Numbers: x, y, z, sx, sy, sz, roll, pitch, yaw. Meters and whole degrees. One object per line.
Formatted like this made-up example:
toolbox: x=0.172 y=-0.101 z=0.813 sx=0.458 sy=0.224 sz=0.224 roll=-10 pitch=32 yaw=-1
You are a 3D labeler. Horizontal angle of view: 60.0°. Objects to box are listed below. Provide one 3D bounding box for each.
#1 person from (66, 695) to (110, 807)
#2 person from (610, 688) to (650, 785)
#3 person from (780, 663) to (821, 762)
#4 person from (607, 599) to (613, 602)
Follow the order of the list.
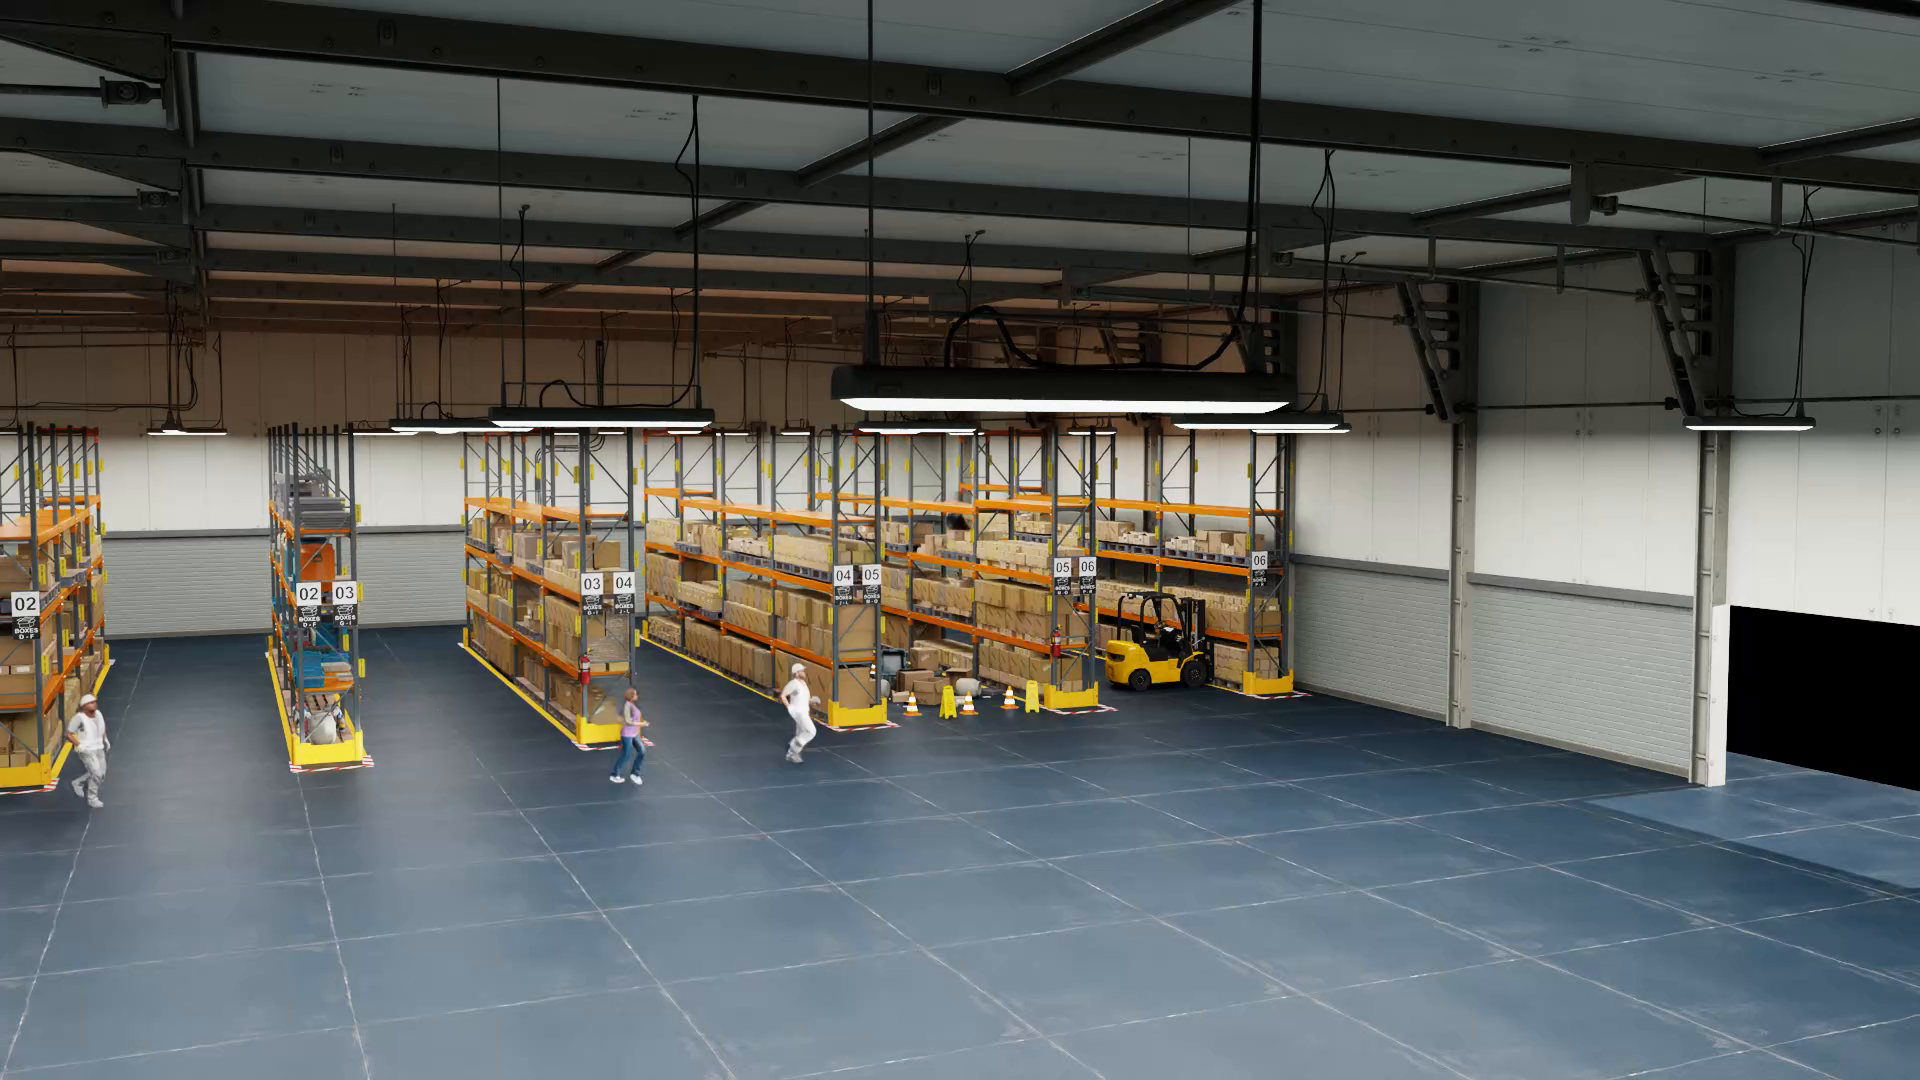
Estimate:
person: x=-13.625 y=3.271 z=25.924 sx=0.670 sy=1.741 sz=0.707 roll=1 pitch=4 yaw=13
person: x=-5.432 y=3.262 z=27.420 sx=0.696 sy=1.656 sz=0.560 roll=0 pitch=4 yaw=8
person: x=-2.767 y=3.044 z=29.233 sx=0.639 sy=1.746 sz=0.653 roll=1 pitch=4 yaw=11
person: x=-10.305 y=1.991 z=48.110 sx=0.747 sy=1.644 sz=0.739 roll=-3 pitch=5 yaw=-45
